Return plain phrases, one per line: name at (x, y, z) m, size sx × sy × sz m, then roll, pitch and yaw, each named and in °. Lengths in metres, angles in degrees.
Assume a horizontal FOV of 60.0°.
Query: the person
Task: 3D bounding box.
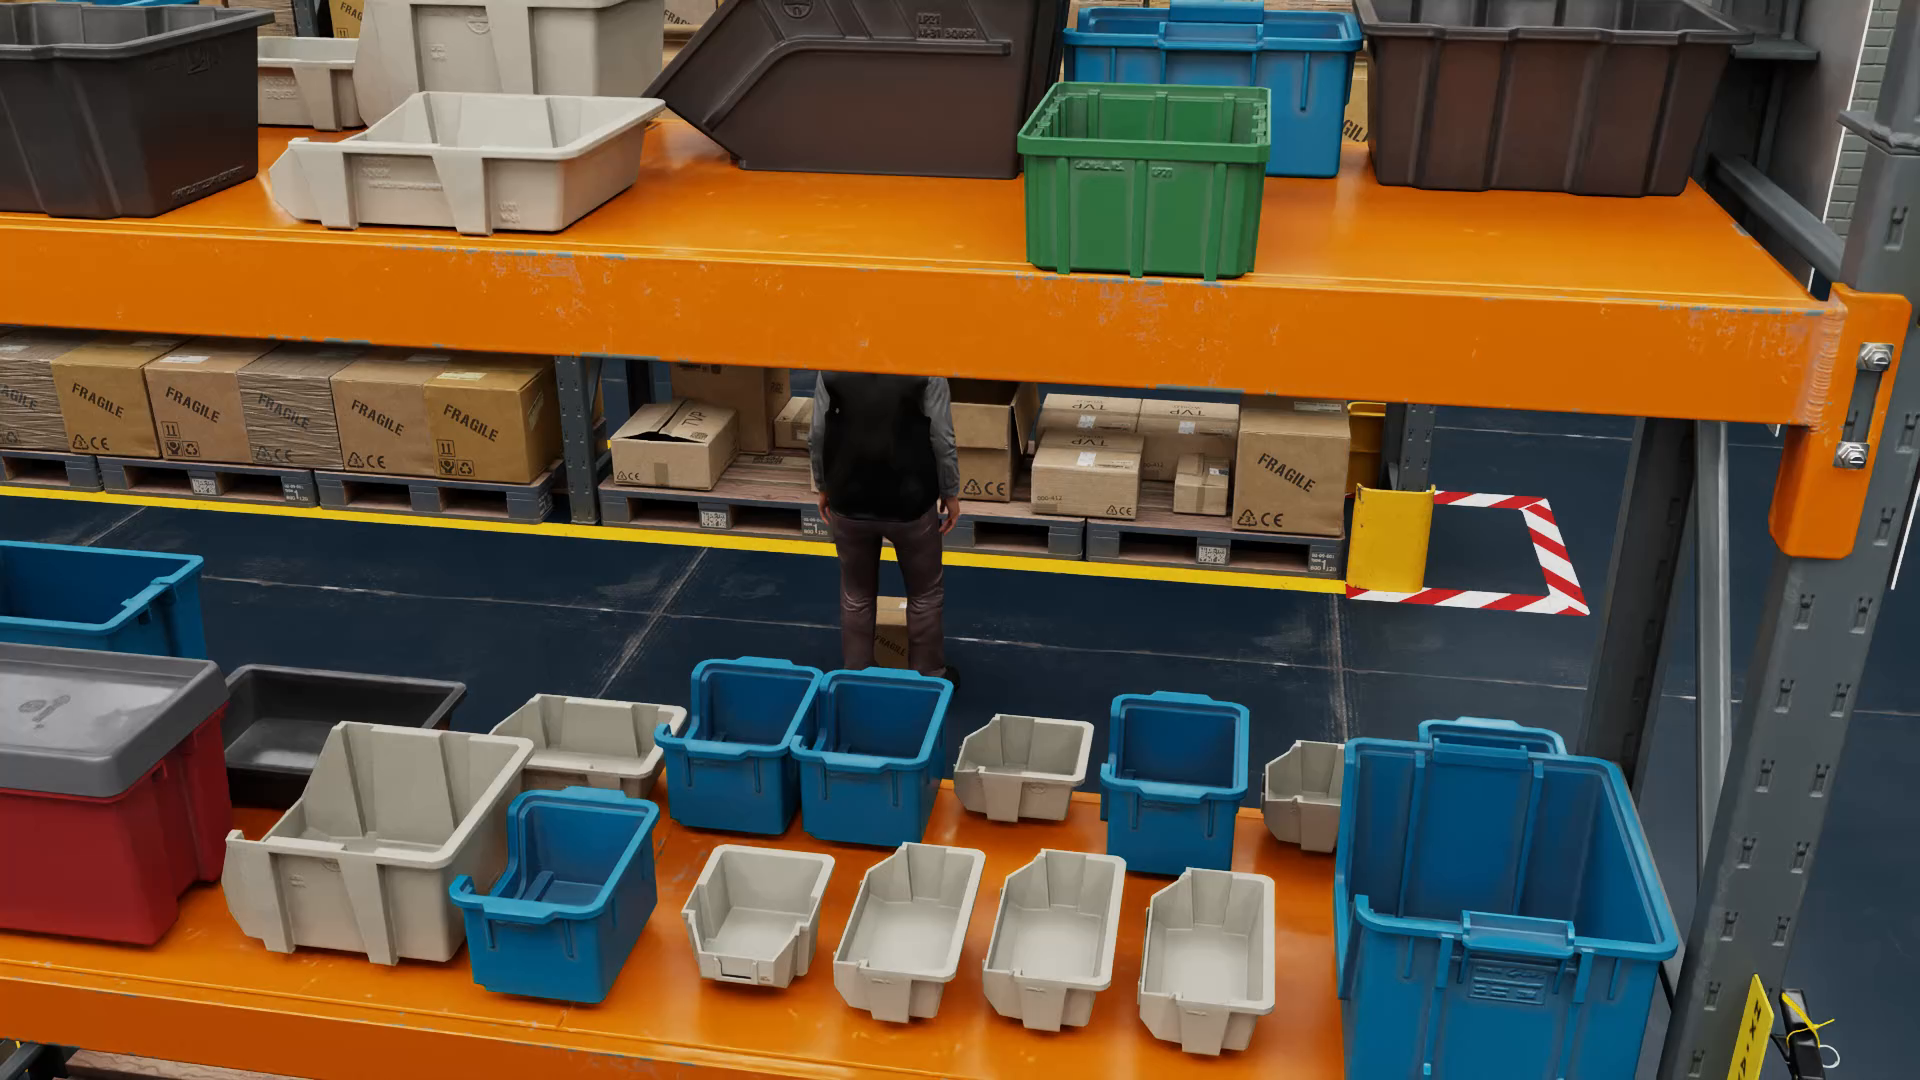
person at (-0.290, -0.142, 6.443) m, size 0.580 × 1.721 × 0.421 m, roll 4°, pitch 25°, yaw 9°
